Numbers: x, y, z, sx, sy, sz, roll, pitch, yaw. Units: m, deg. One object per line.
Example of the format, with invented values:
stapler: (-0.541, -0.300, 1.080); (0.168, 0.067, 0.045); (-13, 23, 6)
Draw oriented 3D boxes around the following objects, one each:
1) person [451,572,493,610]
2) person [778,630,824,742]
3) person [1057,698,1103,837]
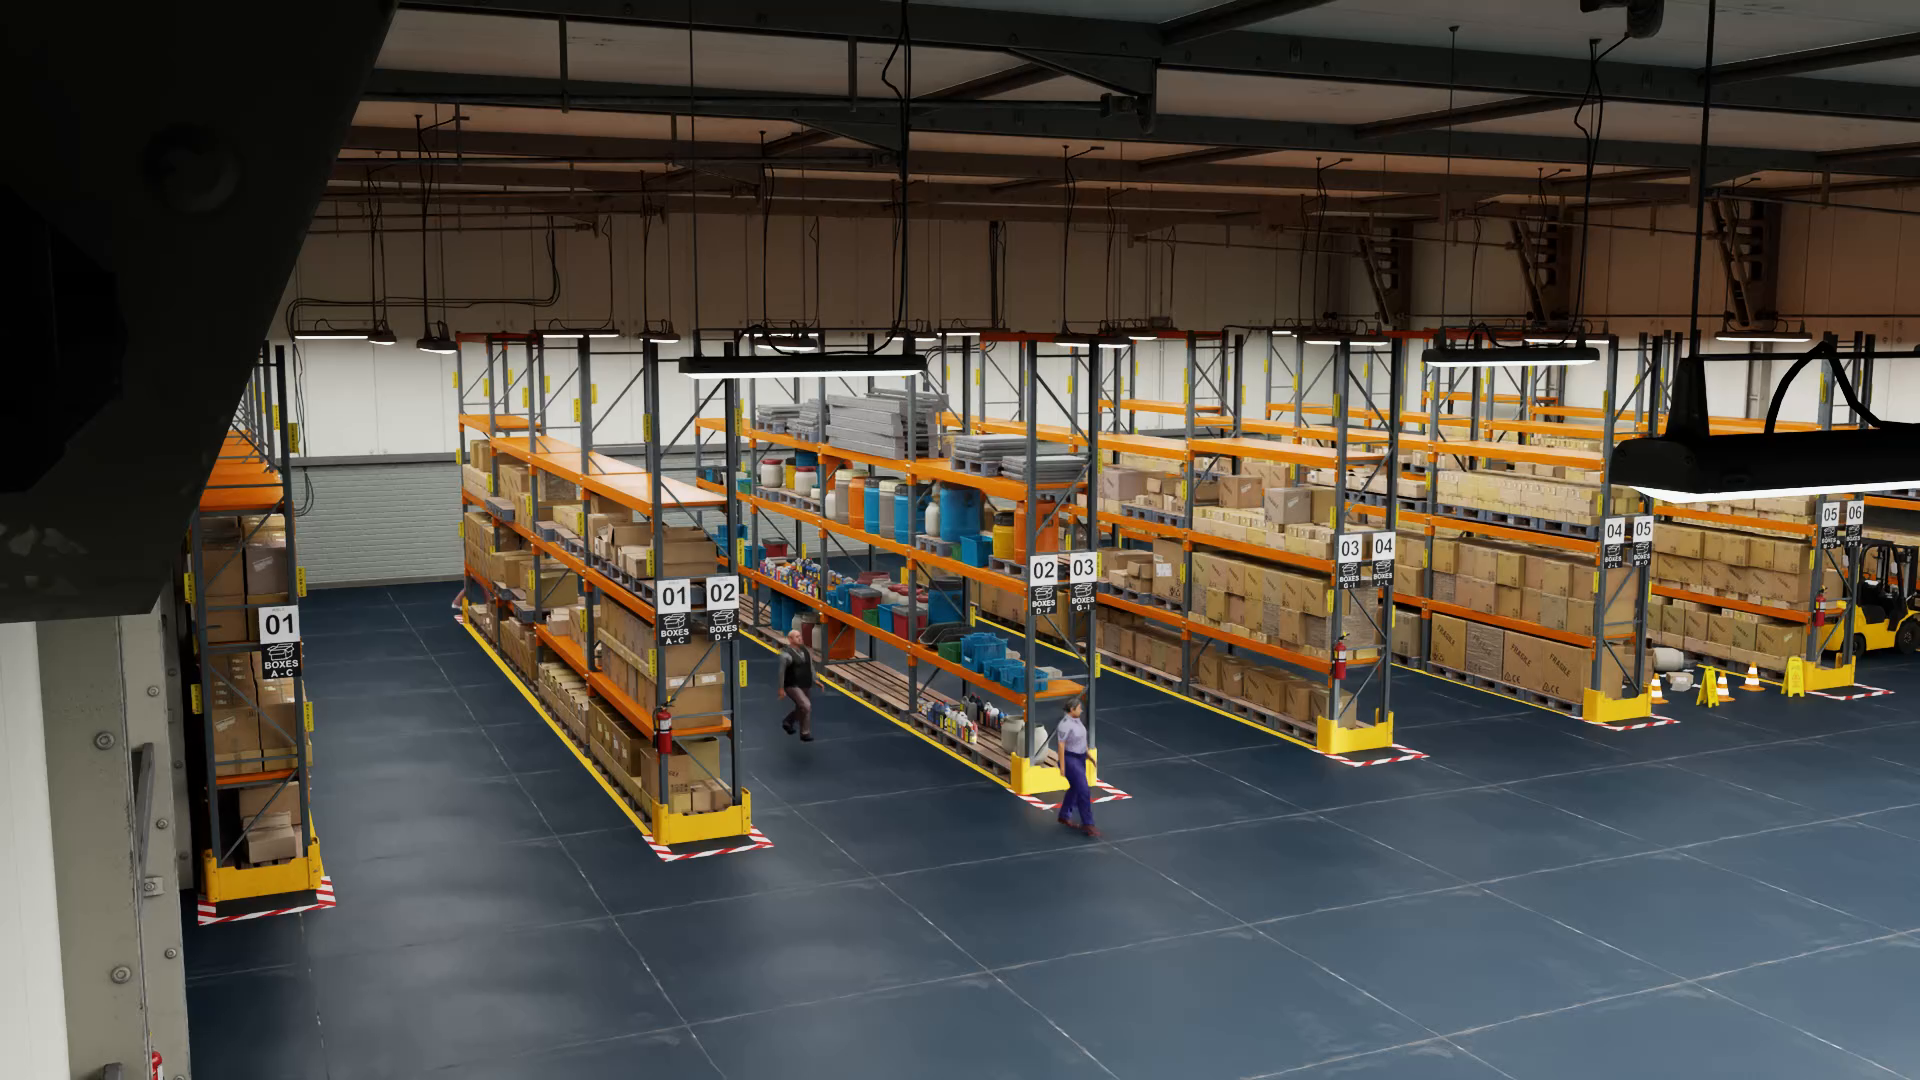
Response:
person: (-10.401, 0.720, 35.652); (1.050, 1.621, 0.427); (-5, 9, -32)
person: (-2.328, 2.083, 23.929); (0.619, 1.608, 1.031); (-6, 10, -40)
person: (1.507, 2.782, 20.508); (0.671, 1.655, 0.504); (3, 8, 23)
